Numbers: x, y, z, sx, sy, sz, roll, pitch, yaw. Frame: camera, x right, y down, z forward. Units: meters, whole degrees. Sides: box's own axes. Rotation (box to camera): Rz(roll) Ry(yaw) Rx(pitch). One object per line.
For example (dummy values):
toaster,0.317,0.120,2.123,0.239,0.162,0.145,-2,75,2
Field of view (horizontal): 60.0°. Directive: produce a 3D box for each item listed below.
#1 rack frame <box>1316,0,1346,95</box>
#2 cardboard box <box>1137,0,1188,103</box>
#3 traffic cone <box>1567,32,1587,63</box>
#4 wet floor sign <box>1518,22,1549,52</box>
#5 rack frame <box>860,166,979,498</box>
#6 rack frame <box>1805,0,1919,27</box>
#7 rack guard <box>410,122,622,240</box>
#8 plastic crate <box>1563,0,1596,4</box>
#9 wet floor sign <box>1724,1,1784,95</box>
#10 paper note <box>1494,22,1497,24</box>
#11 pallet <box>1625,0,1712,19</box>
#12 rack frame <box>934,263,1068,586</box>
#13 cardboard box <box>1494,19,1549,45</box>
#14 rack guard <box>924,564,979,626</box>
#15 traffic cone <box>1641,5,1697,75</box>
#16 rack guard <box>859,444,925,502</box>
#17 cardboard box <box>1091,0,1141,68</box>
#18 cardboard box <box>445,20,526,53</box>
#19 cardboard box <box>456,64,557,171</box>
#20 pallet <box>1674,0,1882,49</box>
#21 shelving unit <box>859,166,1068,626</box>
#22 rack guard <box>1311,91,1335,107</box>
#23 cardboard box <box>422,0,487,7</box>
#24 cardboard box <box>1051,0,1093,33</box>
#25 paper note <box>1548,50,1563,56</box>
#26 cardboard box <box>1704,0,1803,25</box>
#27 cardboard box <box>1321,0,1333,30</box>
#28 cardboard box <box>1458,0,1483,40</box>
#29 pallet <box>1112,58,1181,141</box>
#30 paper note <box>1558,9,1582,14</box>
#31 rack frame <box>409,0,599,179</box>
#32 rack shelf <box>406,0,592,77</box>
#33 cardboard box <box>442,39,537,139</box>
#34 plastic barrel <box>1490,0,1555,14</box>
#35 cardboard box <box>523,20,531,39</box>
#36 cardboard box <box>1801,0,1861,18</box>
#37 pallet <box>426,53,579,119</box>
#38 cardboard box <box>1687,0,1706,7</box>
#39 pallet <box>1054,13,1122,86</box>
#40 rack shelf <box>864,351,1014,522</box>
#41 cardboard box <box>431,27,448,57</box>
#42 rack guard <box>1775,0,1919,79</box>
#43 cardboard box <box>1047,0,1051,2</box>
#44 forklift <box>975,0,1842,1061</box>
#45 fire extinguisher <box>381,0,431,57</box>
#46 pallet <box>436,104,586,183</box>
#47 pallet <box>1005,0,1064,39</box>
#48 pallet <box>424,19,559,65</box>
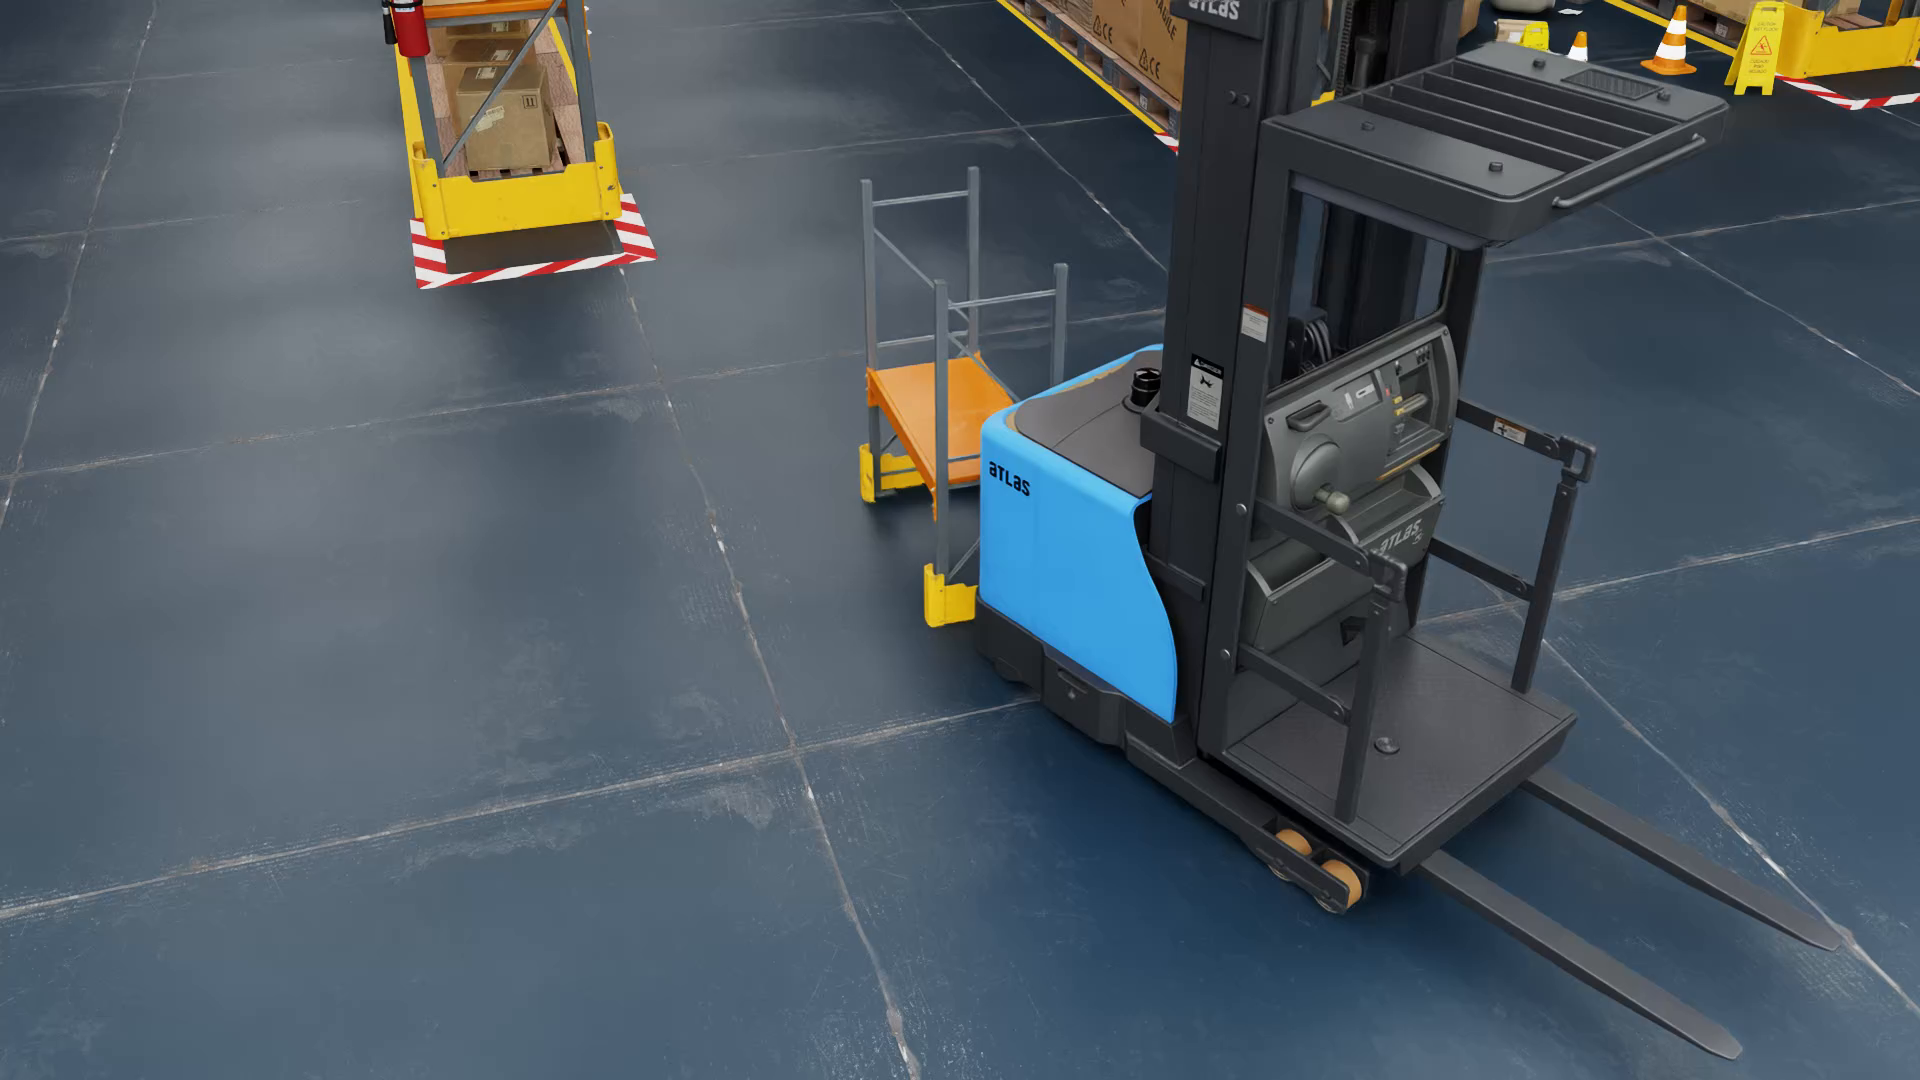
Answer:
rack frame,2.093,-3.970,10.538,1.000,3.000,0.127,-10,35,-15
cardboard box,1.824,-3.604,11.530,0.875,0.875,0.875,-10,35,-14
traffic cone,4.464,-3.441,12.038,0.336,0.463,0.334,-10,35,-15
wet floor sign,3.988,-3.306,11.668,0.267,0.644,0.232,-16,37,-23
rack frame,-0.163,-0.867,7.202,0.500,1.500,0.032,-10,35,-15
rack frame,6.777,-4.856,11.878,1.000,3.000,0.127,-10,35,-15
rack guard,-2.684,-2.186,10.105,1.175,0.500,0.348,-10,35,-15
plastic crate,5.254,-4.776,14.405,0.402,0.080,0.583,-23,40,-31
wet floor sign,5.816,-3.594,12.104,0.267,0.644,0.232,1,33,2
paper note,4.476,-4.245,13.657,0.148,0.019,0.142,1,33,2
pallet,6.171,-4.804,14.329,1.003,0.211,1.213,-10,35,-15
rack frame,0.149,-0.334,6.395,0.500,1.500,0.032,-10,35,-15
cardboard box,4.453,-4.015,13.191,0.380,0.149,0.250,7,34,10
rack guard,0.143,0.177,6.755,0.587,0.250,0.087,-10,35,-15
traffic cone,5.417,-3.806,12.591,0.336,0.463,0.334,-10,35,-15
rack guard,-0.163,-0.345,7.546,0.587,0.250,0.087,-10,35,-15
cardboard box,1.553,-4.066,12.228,0.875,0.875,0.875,-11,35,-15
cardboard box,-3.223,-3.292,11.398,0.500,0.500,0.500,-7,34,-10
cardboard box,-2.836,-2.652,10.430,0.500,0.500,0.500,-4,34,-6
pallet,6.539,-4.165,13.361,1.003,0.211,1.213,-10,35,-15
shelving unit,-0.010,-0.605,6.806,0.587,1.500,1.083,-10,35,-15
rack guard,2.101,-2.915,11.208,1.175,0.500,0.348,-10,35,-15
cardboard box,-2.945,-3.200,9.599,0.380,0.149,0.250,-10,35,-15
cardboard box,1.277,-4.545,12.953,0.875,0.875,0.875,-10,35,-14
paper note,4.593,-3.779,12.941,0.148,0.019,0.142,-23,40,-31
cardboard box,6.267,-4.276,13.113,0.500,0.250,0.500,-10,35,-15
cardboard box,3.152,-4.337,13.573,0.396,0.266,0.258,-4,34,-6
cardboard box,3.830,-4.311,13.317,0.637,0.503,0.797,19,38,26
pallet,1.775,-3.214,11.922,1.003,0.211,1.213,-10,35,-15
paper note,5.113,-4.429,13.926,0.142,0.019,0.148,-23,40,-31
rack frame,-2.661,-3.189,9.356,1.000,3.000,0.127,-10,35,-15
rack shelf,-3.271,-3.939,11.143,1.077,0.370,4.000,-10,35,-15
cardboard box,-3.051,-2.960,10.896,0.500,0.500,0.500,-1,33,-2
plastic barrel,4.705,-4.611,13.844,0.512,0.421,0.421,13,36,18
cardboard box,-3.351,-3.593,11.853,0.500,0.500,0.500,-13,36,-19
cardboard box,6.794,-4.354,13.231,0.500,0.250,0.500,-10,35,-15
pallet,-3.267,-3.138,11.807,1.003,0.211,1.213,-10,35,-15
cardboard box,6.123,-4.536,13.507,0.500,0.250,0.500,-10,35,-15
pallet,1.406,-3.853,12.890,1.003,0.211,1.213,-10,35,-15
rack shelf,-0.007,-0.451,6.898,0.538,0.185,1.000,-10,35,-15
cardboard box,-3.615,-3.906,12.326,0.500,0.500,0.500,0,33,1
rack guard,6.753,-3.853,12.627,1.175,0.500,0.348,-10,35,-15
cardboard box,0.998,-5.017,13.668,0.875,0.875,0.875,-9,35,-14
forklift,1.409,-0.330,5.090,1.130,2.935,3.031,-26,41,-34
fire extinguisher,-3.065,-3.020,9.169,0.296,0.674,0.183,-10,35,-15
pallet,-2.898,-2.498,10.839,1.003,0.211,1.213,-10,35,-15
pallet,1.031,-4.495,13.861,1.003,0.211,1.213,-10,35,-15
pallet,-3.643,-3.779,12.778,1.003,0.211,1.213,-10,35,-15
